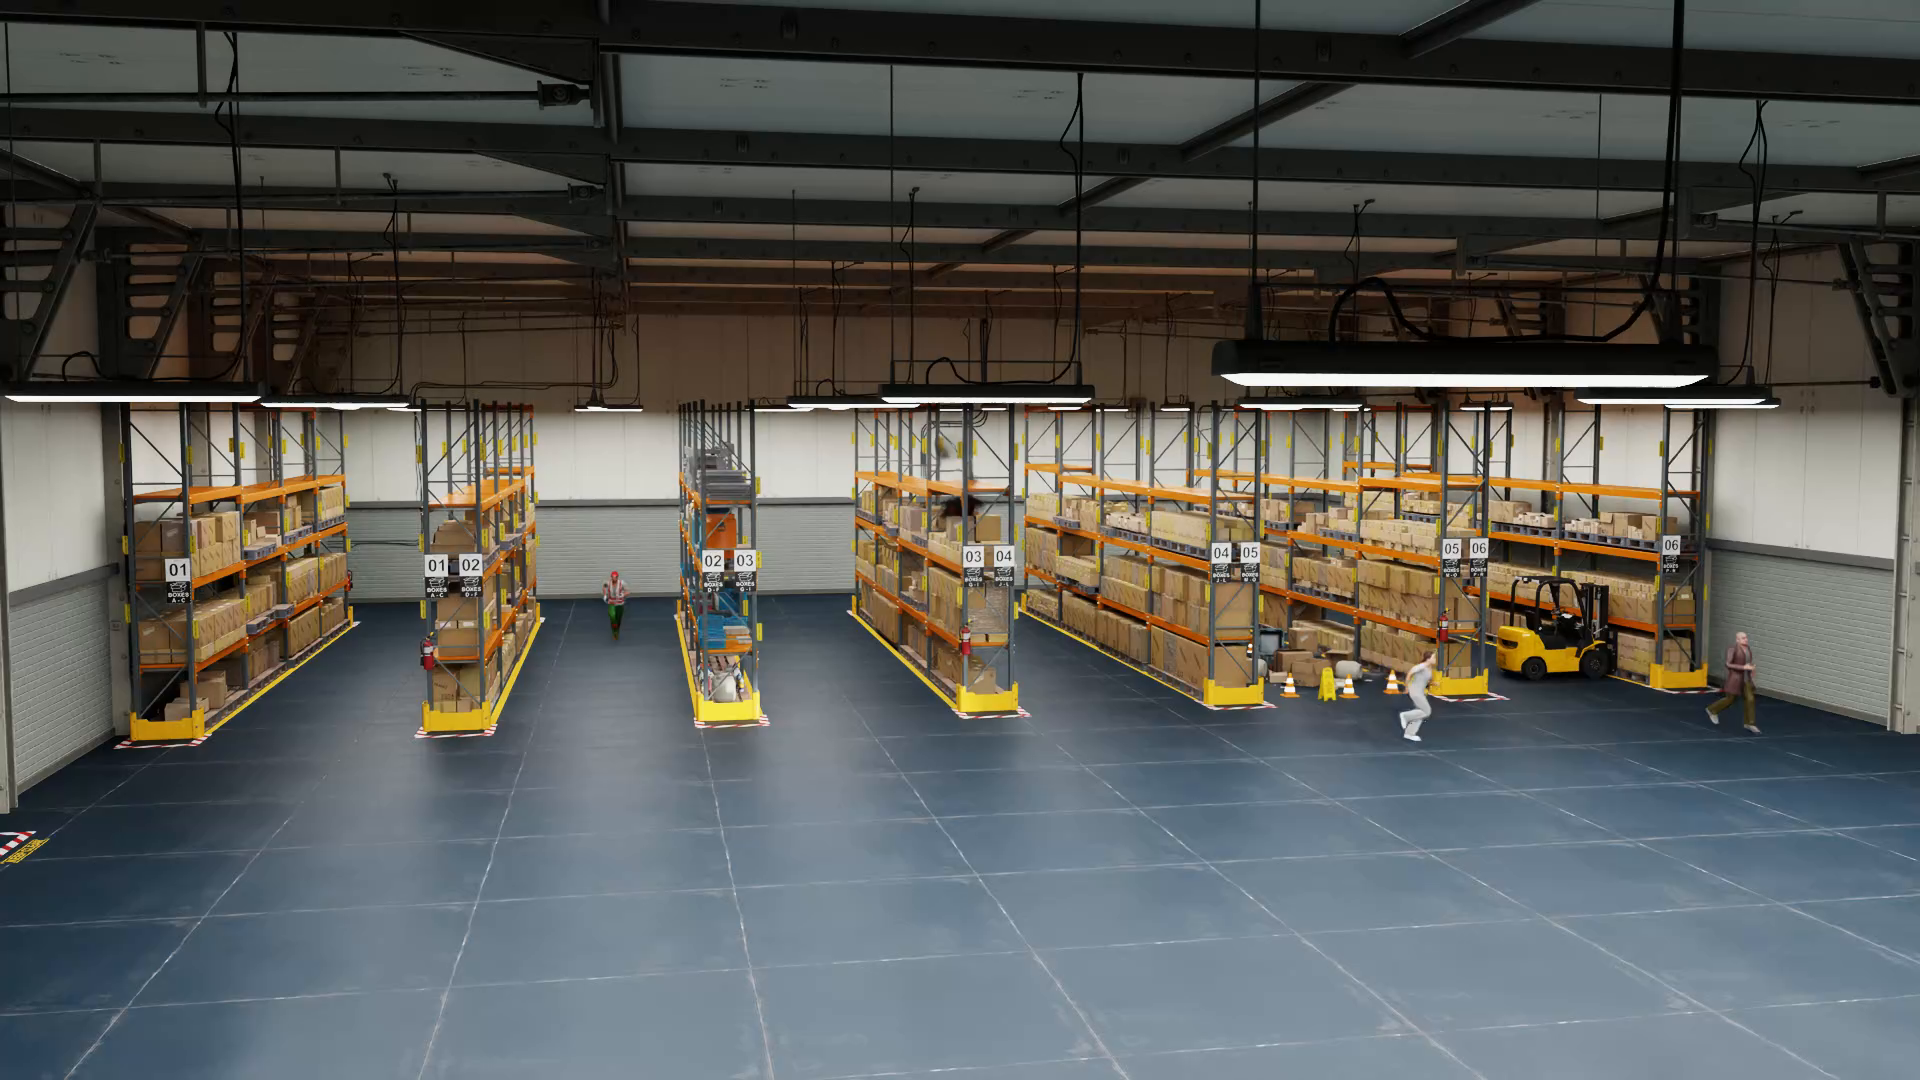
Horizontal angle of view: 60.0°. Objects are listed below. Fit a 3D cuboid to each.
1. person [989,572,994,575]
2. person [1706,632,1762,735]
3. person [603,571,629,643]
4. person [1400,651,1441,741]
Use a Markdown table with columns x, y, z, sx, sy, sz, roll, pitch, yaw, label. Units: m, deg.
| x | y | z | sx | sy | sz | roll | pitch | yaw | label |
| --- | --- | --- | --- | --- | --- | --- | --- | --- | --- |
| 0.821 | 1.290 | 47.930 | 0.615 | 1.688 | 0.622 | 0 | 4 | 2 | person |
| 14.101 | 2.591 | 30.172 | 0.702 | 1.730 | 1.060 | -2 | 5 | -22 | person |
| -8.742 | 1.657 | 42.285 | 0.659 | 1.785 | 1.107 | -1 | 4 | -12 | person |
| 8.104 | 2.741 | 29.261 | 0.684 | 1.578 | 0.553 | 2 | 5 | 28 | person |
